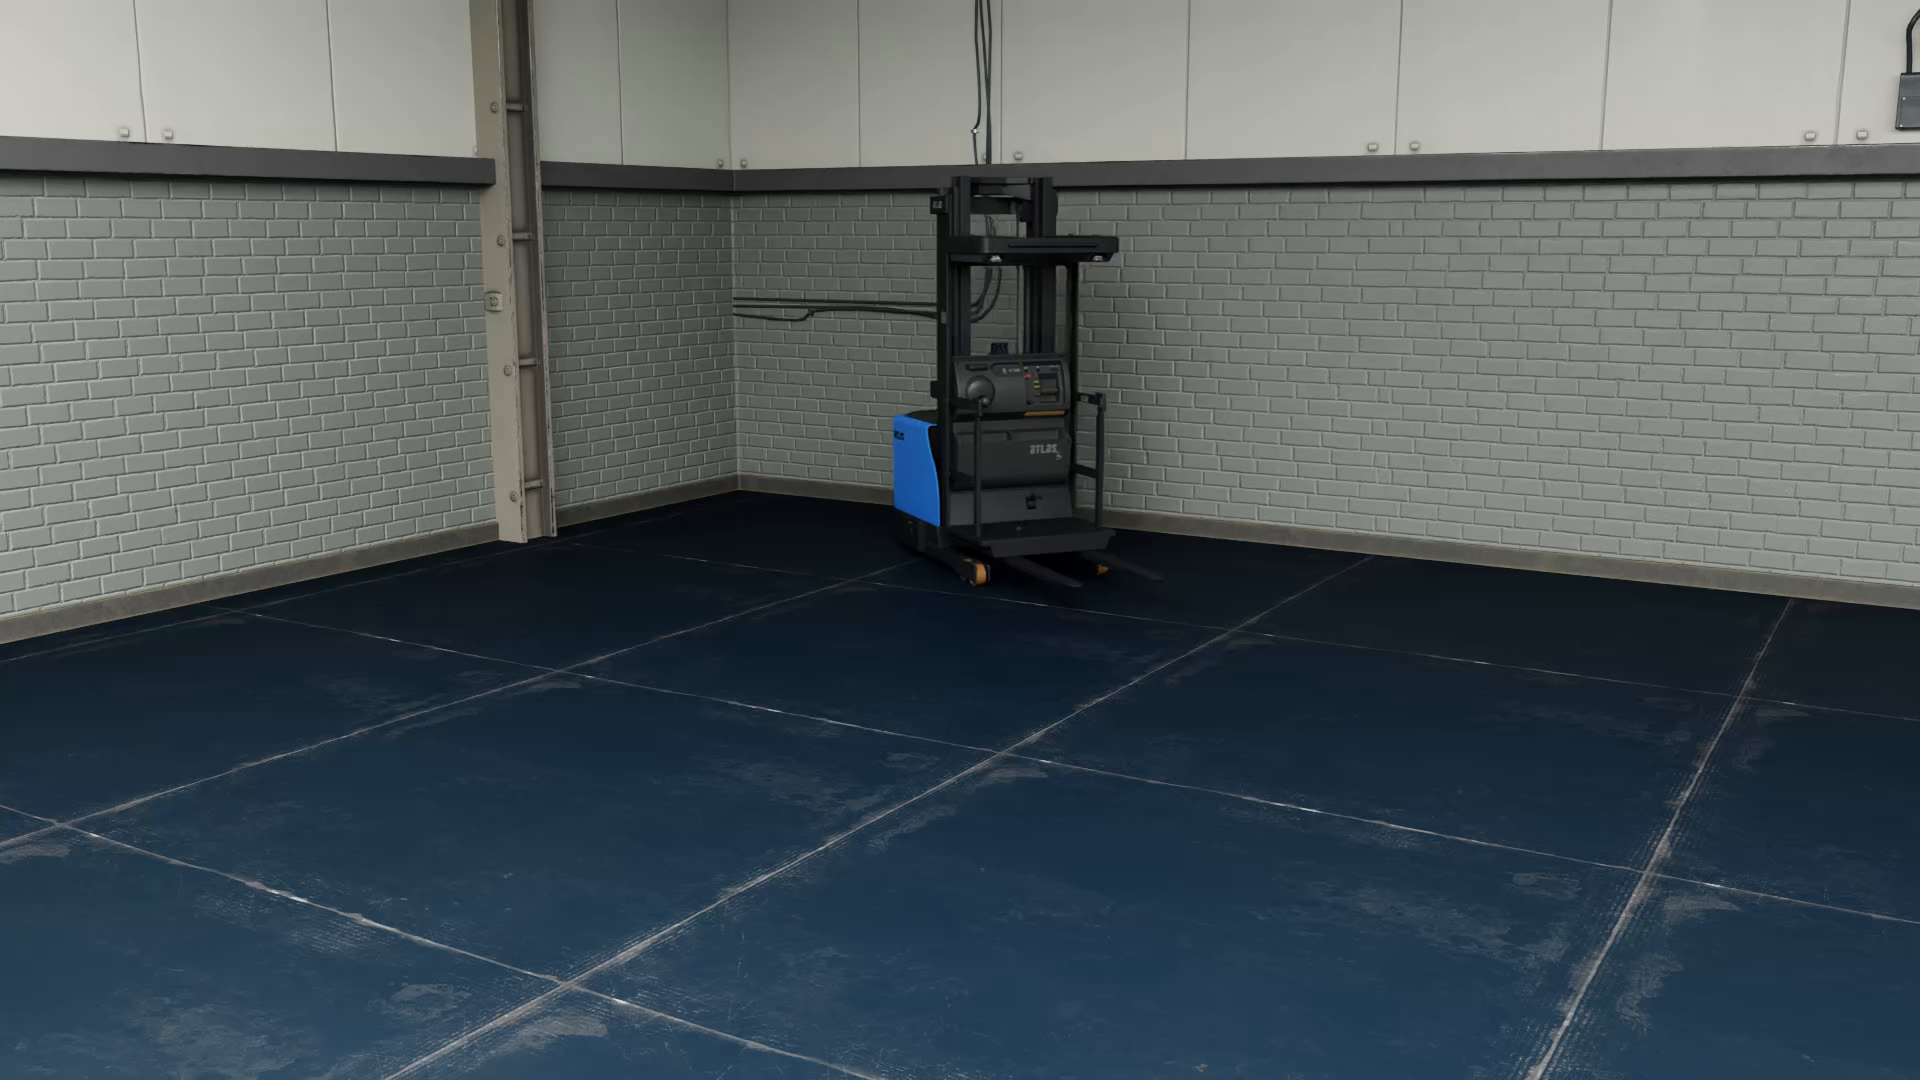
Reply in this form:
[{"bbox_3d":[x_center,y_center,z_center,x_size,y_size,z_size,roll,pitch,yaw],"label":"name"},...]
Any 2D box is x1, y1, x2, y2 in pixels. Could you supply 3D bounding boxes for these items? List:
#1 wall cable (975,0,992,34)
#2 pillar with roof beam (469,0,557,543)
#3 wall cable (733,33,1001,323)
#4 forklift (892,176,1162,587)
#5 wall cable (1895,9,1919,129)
[{"bbox_3d":[1.334,-5.478,13.391,3.097,2.526,0.112,6,12,31],"label":"wall cable"},{"bbox_3d":[0.041,-4.032,10.953,9.100,9.000,0.400,6,12,31],"label":"pillar with roof beam"},{"bbox_3d":[-0.978,-3.254,15.236,3.097,2.526,0.112,6,12,31],"label":"wall cable"},{"bbox_3d":[0.479,-1.196,12.290,1.130,2.935,3.031,-4,11,-22],"label":"forklift"},{"bbox_3d":[7.127,-5.543,9.779,2.305,6.003,0.169,6,12,31],"label":"wall cable"}]
